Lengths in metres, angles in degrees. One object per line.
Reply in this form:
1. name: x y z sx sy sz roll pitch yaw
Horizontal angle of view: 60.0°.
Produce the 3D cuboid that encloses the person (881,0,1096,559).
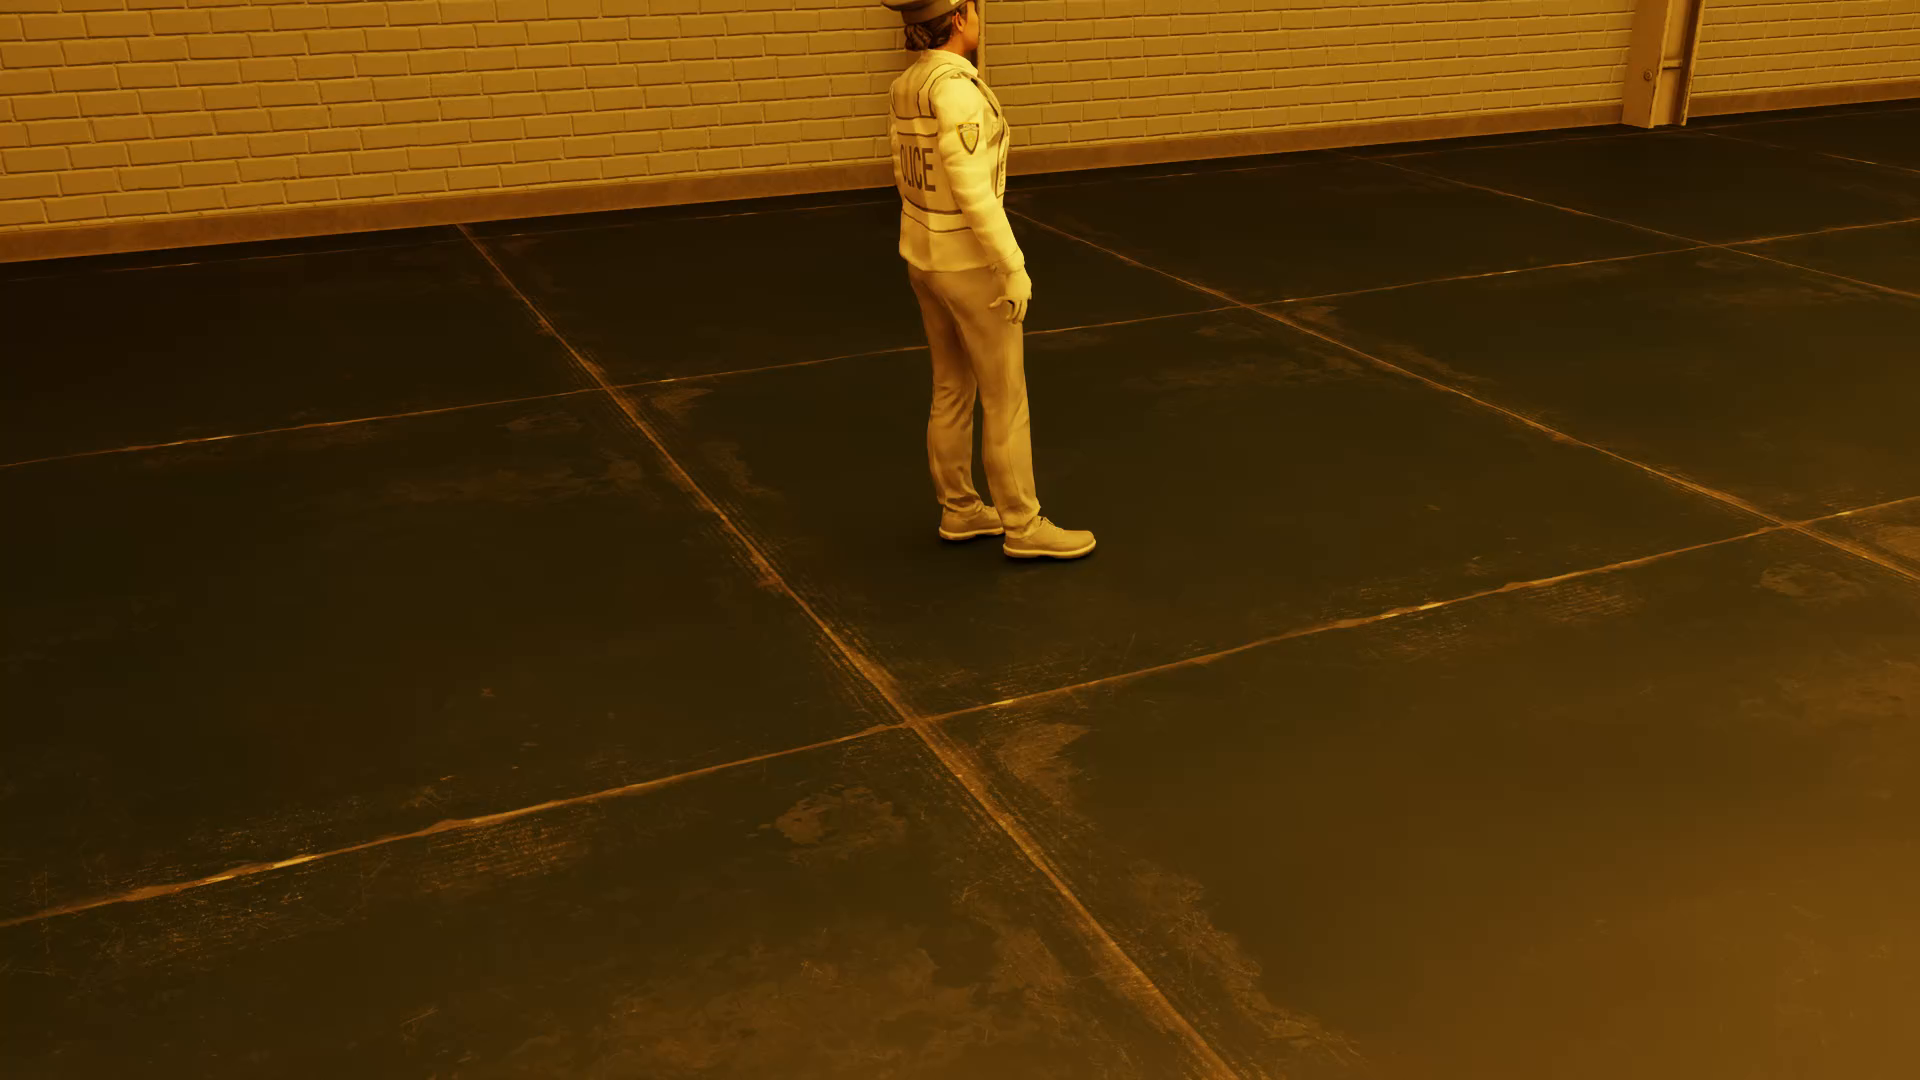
1. person: 0.065 -0.798 4.800 0.531 1.695 0.588 -10 25 -23
